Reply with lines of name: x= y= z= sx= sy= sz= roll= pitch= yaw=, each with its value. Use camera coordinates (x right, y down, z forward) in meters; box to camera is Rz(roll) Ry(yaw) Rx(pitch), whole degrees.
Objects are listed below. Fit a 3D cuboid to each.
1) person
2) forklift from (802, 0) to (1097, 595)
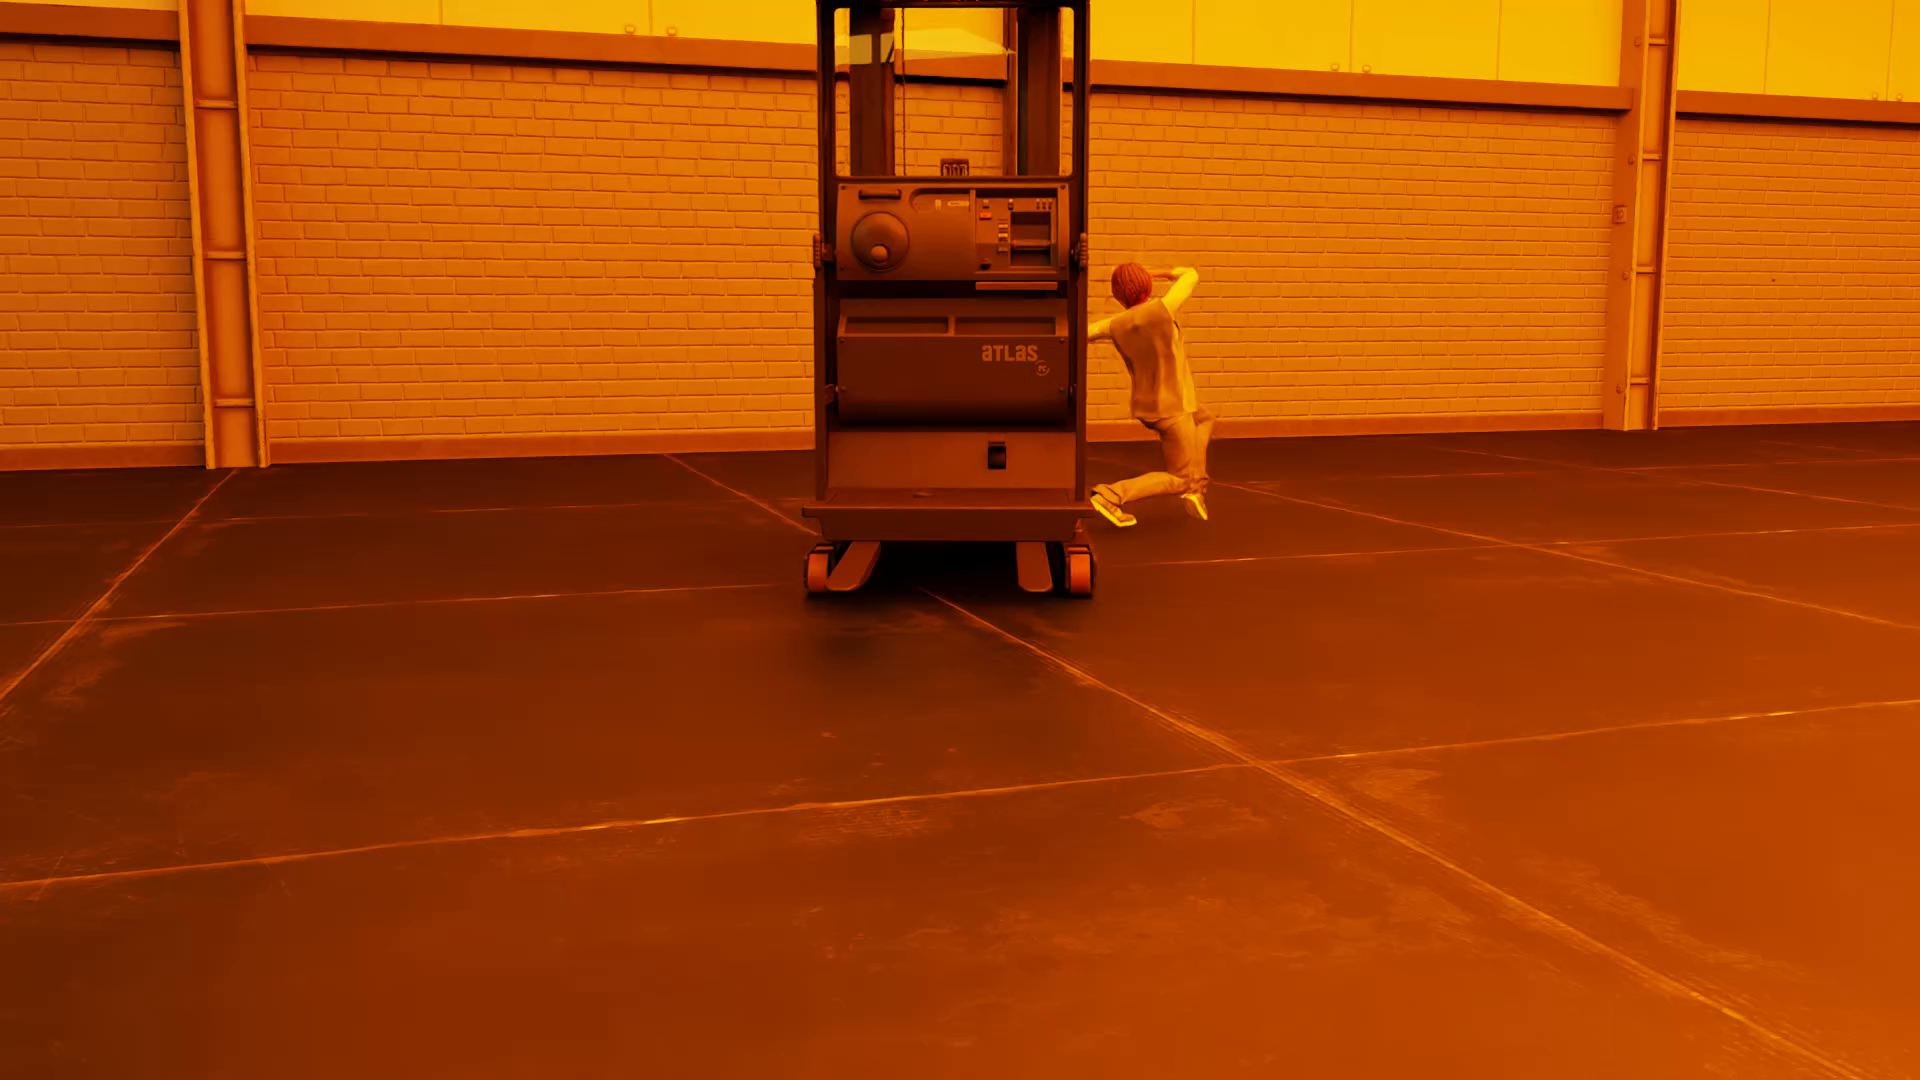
person: x=0.859 y=-0.742 z=8.540 sx=0.834 sy=1.317 sz=0.898 roll=-6 pitch=10 yaw=-40
forklift: x=-0.032 y=-1.280 z=6.460 sx=1.130 sy=2.935 sz=3.031 roll=0 pitch=8 yaw=1
